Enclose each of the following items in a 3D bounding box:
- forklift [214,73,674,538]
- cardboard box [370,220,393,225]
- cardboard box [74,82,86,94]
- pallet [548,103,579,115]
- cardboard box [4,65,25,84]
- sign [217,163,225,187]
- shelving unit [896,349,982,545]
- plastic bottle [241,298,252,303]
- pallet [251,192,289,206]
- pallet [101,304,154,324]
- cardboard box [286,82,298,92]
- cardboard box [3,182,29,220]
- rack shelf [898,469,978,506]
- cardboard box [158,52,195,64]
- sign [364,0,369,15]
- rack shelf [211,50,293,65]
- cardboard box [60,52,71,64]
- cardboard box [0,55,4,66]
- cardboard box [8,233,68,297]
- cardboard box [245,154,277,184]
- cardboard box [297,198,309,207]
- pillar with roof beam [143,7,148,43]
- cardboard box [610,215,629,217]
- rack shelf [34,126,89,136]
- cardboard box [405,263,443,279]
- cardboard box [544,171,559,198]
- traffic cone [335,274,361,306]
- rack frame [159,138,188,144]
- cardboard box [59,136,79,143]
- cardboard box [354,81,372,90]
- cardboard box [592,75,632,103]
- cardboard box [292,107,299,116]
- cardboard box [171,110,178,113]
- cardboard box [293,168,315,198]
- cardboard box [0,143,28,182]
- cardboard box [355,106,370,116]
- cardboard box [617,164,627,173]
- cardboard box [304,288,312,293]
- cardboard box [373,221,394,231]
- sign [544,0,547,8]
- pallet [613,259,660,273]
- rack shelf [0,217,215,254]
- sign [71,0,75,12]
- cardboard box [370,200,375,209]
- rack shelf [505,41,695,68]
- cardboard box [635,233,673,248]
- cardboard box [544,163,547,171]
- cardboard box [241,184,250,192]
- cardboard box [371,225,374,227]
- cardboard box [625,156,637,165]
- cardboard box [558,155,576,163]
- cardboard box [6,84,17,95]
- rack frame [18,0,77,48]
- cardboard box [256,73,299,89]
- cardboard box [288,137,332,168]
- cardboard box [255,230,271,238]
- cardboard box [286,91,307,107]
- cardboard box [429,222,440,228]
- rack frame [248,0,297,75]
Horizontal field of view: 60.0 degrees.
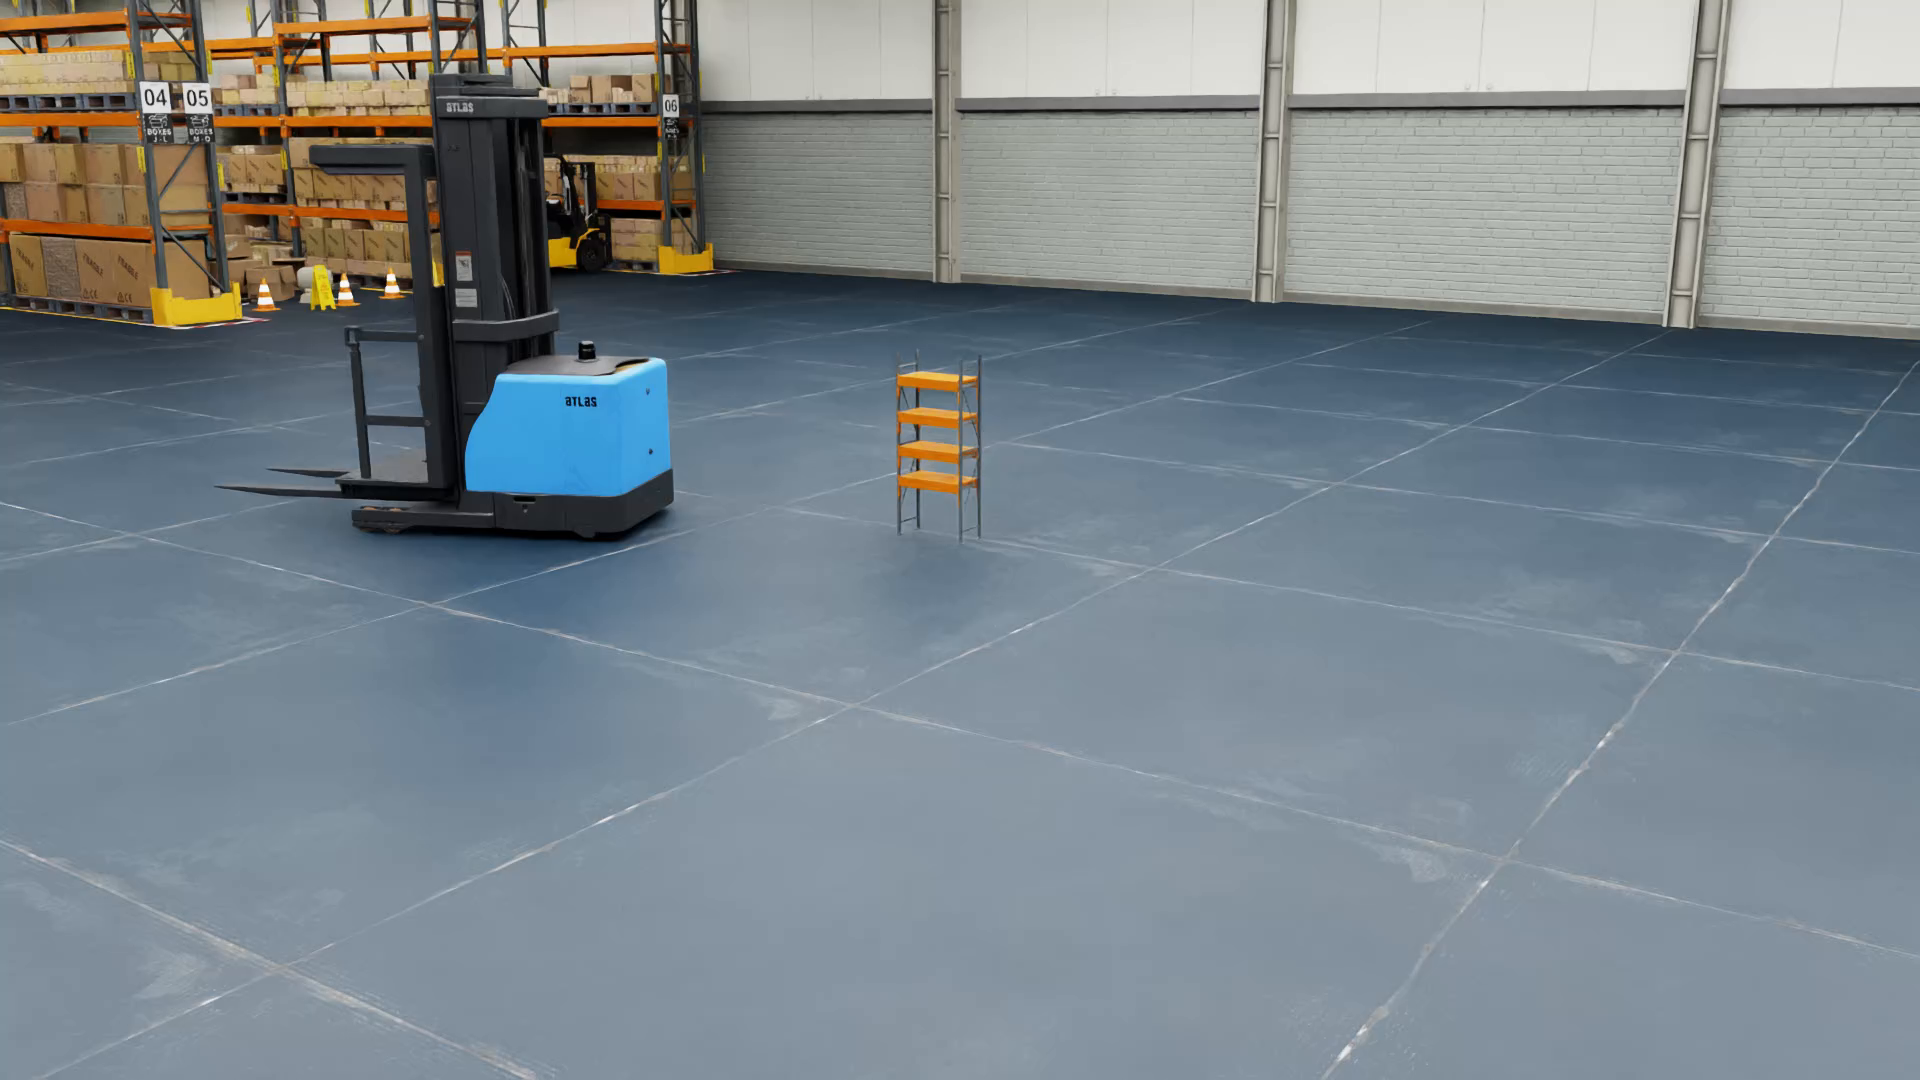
[{"bbox_3d":[-3.566,-1.587,11.134,3.031,2.935,1.130,3,14,11],"label":"forklift"},{"bbox_3d":[-12.238,-6.559,35.405,0.500,0.500,0.500,10,17,34],"label":"cardboard box"},{"bbox_3d":[-11.885,-6.191,22.789,0.250,0.149,0.380,9,16,32],"label":"cardboard box"},{"bbox_3d":[-7.726,-8.322,32.141,1.213,0.211,1.003,9,17,33],"label":"pallet"},{"bbox_3d":[-13.225,-6.619,23.687,0.500,0.250,0.500,9,17,32],"label":"cardboard box"},{"bbox_3d":[-10.260,-5.060,23.053,0.005,0.325,0.100,9,17,33],"label":"sign"},{"bbox_3d":[-0.137,-0.605,10.769,0.503,1.200,0.258,9,17,33],"label":"shelving unit"},{"bbox_3d":[-11.058,-3.682,25.569,0.283,0.061,0.133,3,14,14],"label":"plastic bottle"},{"bbox_3d":[-11.768,-6.066,29.486,1.213,0.211,1.003,9,17,33],"label":"pallet"},{"bbox_3d":[-11.282,-3.229,23.428,1.213,0.211,1.003,9,17,33],"label":"pallet"},{"bbox_3d":[-11.136,-7.642,28.072,0.250,0.149,0.380,9,16,32],"label":"cardboard box"},{"bbox_3d":[-13.581,-5.053,24.682,0.550,0.550,0.875,9,17,33],"label":"cardboard box"},{"bbox_3d":[-0.137,-0.347,10.833,0.480,0.148,0.258,9,17,33],"label":"rack shelf"},{"bbox_3d":[-10.674,-6.573,22.672,0.250,0.149,0.380,9,17,33],"label":"cardboard box"},{"bbox_3d":[-12.062,-10.849,33.814,0.005,0.325,0.100,9,17,33],"label":"sign"},{"bbox_3d":[-16.746,-10.921,37.715,4.000,0.370,1.077,9,17,33],"label":"rack shelf"},{"bbox_3d":[-12.099,-6.613,22.833,0.250,0.149,0.380,9,16,32],"label":"cardboard box"},{"bbox_3d":[-13.569,-6.850,23.793,0.250,0.149,0.380,9,17,32],"label":"cardboard box"},{"bbox_3d":[-13.411,-4.102,24.698,0.875,0.875,0.875,9,17,34],"label":"cardboard box"},{"bbox_3d":[-12.139,-6.507,29.167,0.500,0.500,0.500,9,17,33],"label":"cardboard box"},{"bbox_3d":[-11.133,-5.800,28.533,0.250,0.149,0.380,9,17,33],"label":"cardboard box"},{"bbox_3d":[-22.542,-11.223,37.431,0.400,9.000,9.100,9,17,33],"label":"pillar with roof beam"},{"bbox_3d":[-6.669,-6.144,32.168,0.500,0.250,0.500,9,16,32],"label":"cardboard box"},{"bbox_3d":[-16.194,-7.939,31.908,4.000,0.370,1.077,9,17,33],"label":"rack shelf"},{"bbox_3d":[-8.737,-4.419,27.279,0.500,0.250,0.500,9,17,33],"label":"cardboard box"},{"bbox_3d":[-7.784,-6.889,32.200,0.500,0.500,0.500,10,17,34],"label":"cardboard box"},{"bbox_3d":[-9.310,-3.794,25.185,0.334,0.463,0.336,9,17,33],"label":"traffic cone"},{"bbox_3d":[-18.406,-8.627,39.433,0.127,3.000,1.000,9,17,33],"label":"rack frame"},{"bbox_3d":[-17.971,-8.044,33.436,0.250,0.149,0.380,9,16,32],"label":"cardboard box"},{"bbox_3d":[-9.633,-7.398,27.088,0.250,0.149,0.380,10,17,34],"label":"cardboard box"},{"bbox_3d":[-6.427,-8.407,31.009,0.500,0.500,0.700,9,17,33],"label":"cardboard box"},{"bbox_3d":[-11.092,-7.270,28.231,0.250,0.149,0.380,9,16,32],"label":"cardboard box"},{"bbox_3d":[-14.156,-7.845,30.309,0.258,0.266,0.396,9,17,33],"label":"cardboard box"},{"bbox_3d":[-11.006,-6.106,28.421,0.500,0.500,0.500,9,17,33],"label":"cardboard box"},{"bbox_3d":[-13.607,-5.568,24.515,0.550,0.550,0.875,9,17,33],"label":"cardboard box"},{"bbox_3d":[-9.648,-7.015,27.199,0.250,0.149,0.380,9,16,32],"label":"cardboard box"},{"bbox_3d":[-6.182,-6.947,31.085,0.250,0.149,0.380,9,17,32],"label":"cardboard box"},{"bbox_3d":[-10.111,-3.881,26.190,0.380,0.149,0.250,-7,15,-25],"label":"cardboard box"},{"bbox_3d":[-9.473,-5.201,27.528,0.250,0.149,0.380,10,17,35],"label":"cardboard box"},{"bbox_3d":[-8.118,-10.568,32.513,0.005,0.325,0.100,9,17,33],"label":"sign"},{"bbox_3d":[-5.787,-5.222,31.480,1.213,0.211,1.003,9,17,33],"label":"pallet"},{"bbox_3d":[-12.235,-4.410,23.893,4.000,0.370,1.077,9,17,33],"label":"rack shelf"},{"bbox_3d":[-17.561,-10.615,32.867,0.005,0.325,0.100,9,17,33],"label":"sign"},{"bbox_3d":[-9.584,-5.586,27.669,0.250,0.149,0.380,9,17,33],"label":"cardboard box"},{"bbox_3d":[-6.789,-9.119,31.262,4.000,0.370,1.077,9,17,33],"label":"rack shelf"},{"bbox_3d":[-5.708,-5.597,30.997,0.500,0.250,0.500,9,16,32],"label":"cardboard box"},{"bbox_3d":[-7.883,-7.223,32.200,0.250,0.149,0.380,9,17,33],"label":"cardboard box"},{"bbox_3d":[-12.453,-6.224,29.371,0.250,0.149,0.380,9,17,33],"label":"cardboard box"},{"bbox_3d":[-10.152,-5.167,28.743,0.500,0.500,0.500,10,17,34],"label":"cardboard box"},{"bbox_3d":[-5.998,-7.052,30.892,0.250,0.149,0.380,10,17,34],"label":"cardboard box"},{"bbox_3d":[-7.479,-7.290,31.854,0.250,0.149,0.380,9,16,32],"label":"cardboard box"},{"bbox_3d":[-13.360,-6.429,23.751,0.250,0.149,0.380,9,17,33],"label":"cardboard box"},{"bbox_3d":[-17.854,-10.013,32.545,0.127,3.000,1.000,9,17,33],"label":"rack frame"},{"bbox_3d":[-11.767,-7.910,28.690,0.500,0.250,0.500,10,17,34],"label":"cardboard box"},{"bbox_3d":[-10.971,-6.604,28.351,0.500,0.500,0.700,9,17,32],"label":"cardboard box"},{"bbox_3d":[-15.713,-6.927,37.623,0.250,0.149,0.380,9,16,31],"label":"cardboard box"},{"bbox_3d":[-11.003,-7.442,28.095,0.500,0.250,0.500,9,16,32],"label":"cardboard box"},{"bbox_3d":[-10.711,-6.433,34.637,0.625,0.625,0.875,10,17,35],"label":"cardboard box"},{"bbox_3d":[-15.086,-11.003,36.545,0.127,3.000,1.000,9,17,33],"label":"rack frame"}]
